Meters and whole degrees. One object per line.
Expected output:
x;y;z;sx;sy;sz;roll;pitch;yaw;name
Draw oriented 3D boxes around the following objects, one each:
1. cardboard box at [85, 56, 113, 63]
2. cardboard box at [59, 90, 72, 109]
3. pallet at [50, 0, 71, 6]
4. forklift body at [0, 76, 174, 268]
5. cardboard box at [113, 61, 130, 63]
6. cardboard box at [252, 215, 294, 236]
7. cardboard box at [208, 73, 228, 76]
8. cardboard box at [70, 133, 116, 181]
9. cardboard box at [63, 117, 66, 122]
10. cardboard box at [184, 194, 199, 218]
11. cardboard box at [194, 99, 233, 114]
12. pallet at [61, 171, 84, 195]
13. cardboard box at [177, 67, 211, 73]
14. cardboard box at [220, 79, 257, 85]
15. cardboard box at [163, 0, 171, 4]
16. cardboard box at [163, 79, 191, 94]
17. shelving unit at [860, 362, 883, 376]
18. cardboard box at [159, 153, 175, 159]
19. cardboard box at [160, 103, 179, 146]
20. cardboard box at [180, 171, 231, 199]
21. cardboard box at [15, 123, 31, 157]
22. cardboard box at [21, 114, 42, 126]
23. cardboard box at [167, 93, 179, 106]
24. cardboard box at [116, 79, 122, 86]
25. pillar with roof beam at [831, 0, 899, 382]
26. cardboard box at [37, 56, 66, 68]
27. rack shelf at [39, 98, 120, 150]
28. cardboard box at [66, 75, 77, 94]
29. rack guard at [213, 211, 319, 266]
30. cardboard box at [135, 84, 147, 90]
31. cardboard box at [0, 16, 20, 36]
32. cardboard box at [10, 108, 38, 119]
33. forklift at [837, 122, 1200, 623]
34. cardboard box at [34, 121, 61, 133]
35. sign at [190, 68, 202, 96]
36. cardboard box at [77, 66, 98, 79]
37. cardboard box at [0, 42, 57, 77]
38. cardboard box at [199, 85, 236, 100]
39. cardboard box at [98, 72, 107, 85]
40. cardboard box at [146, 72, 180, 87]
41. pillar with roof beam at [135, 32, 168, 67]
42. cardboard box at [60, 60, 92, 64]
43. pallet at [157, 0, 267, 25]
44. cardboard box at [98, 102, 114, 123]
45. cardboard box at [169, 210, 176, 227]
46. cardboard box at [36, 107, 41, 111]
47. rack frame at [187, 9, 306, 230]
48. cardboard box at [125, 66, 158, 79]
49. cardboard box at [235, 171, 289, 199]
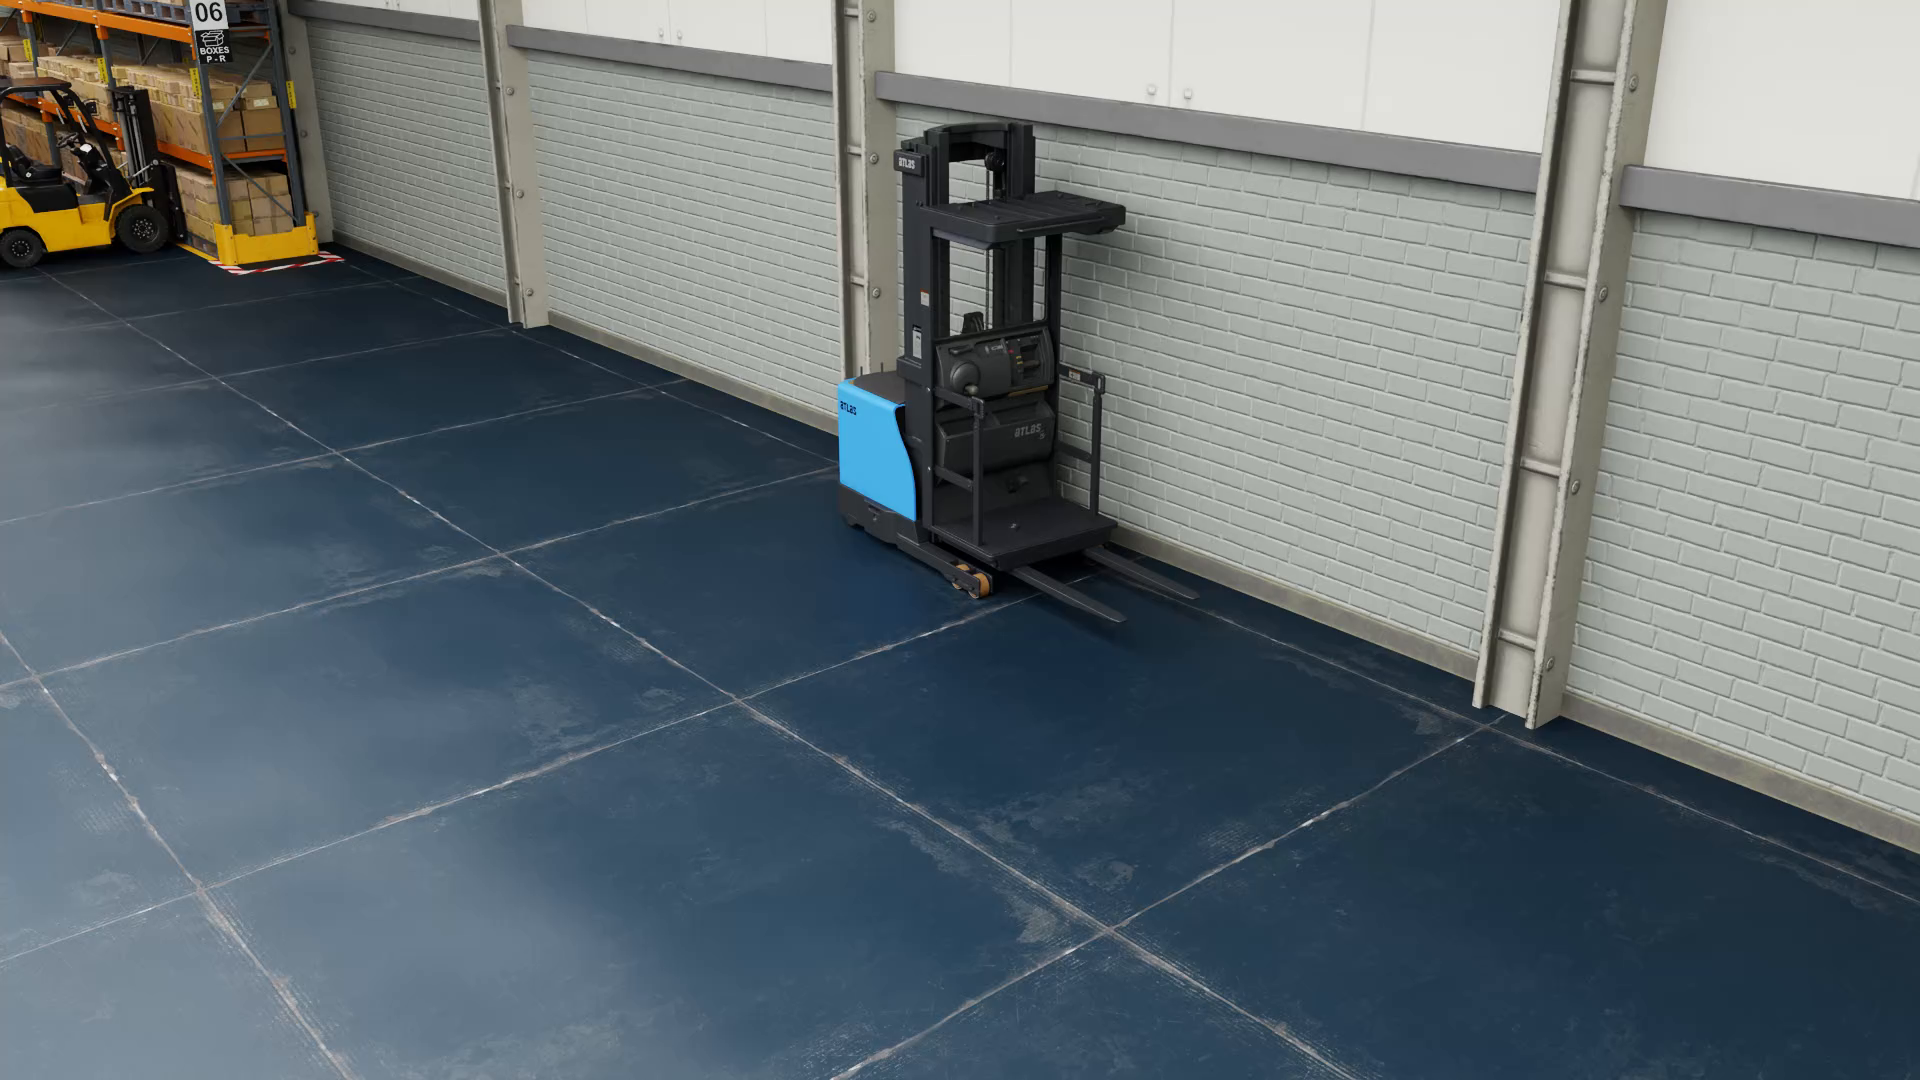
-13.269;-7.380;25.688;0.380;0.149;0.250;-17;27;-37;cardboard box
-13.242;-6.674;25.116;0.500;0.250;0.500;-19;28;-39;cardboard box
-12.770;-8.040;24.543;1.003;0.211;1.213;-16;26;-35;pallet
-11.411;-4.689;21.008;2.313;2.155;1.214;-17;27;-37;forklift body
-12.631;-7.093;24.953;0.380;0.149;0.250;-16;27;-36;cardboard box
-8.963;-4.093;21.514;0.500;0.250;0.500;-17;27;-37;cardboard box
-9.836;-6.060;21.909;0.380;0.149;0.250;-17;27;-37;cardboard box
-13.184;-5.941;25.719;0.875;0.625;0.625;-16;27;-36;cardboard box
-14.808;-7.044;27.819;0.380;0.149;0.250;-18;28;-39;cardboard box
-9.665;-4.344;21.472;0.500;0.250;0.500;-18;28;-38;cardboard box
-9.230;-5.373;20.562;0.380;0.149;0.250;-17;27;-37;cardboard box
-13.505;-5.670;26.171;1.003;0.211;1.213;-17;27;-37;pallet
-10.439;-6.368;22.694;0.380;0.149;0.250;-18;28;-38;cardboard box
-9.177;-5.776;21.183;0.380;0.149;0.250;-17;27;-36;cardboard box
-9.562;-6.673;20.428;0.380;0.149;0.250;-18;28;-39;cardboard box
-9.921;-5.790;21.218;0.380;0.149;0.250;-17;27;-36;cardboard box
-0.591;-0.790;12.562;0.215;1.050;0.252;-15;26;-33;shelving unit
-10.998;-5.129;22.789;0.500;0.250;0.500;-17;27;-37;cardboard box
-9.978;-5.402;21.526;0.500;0.500;0.500;-18;28;-38;cardboard box
-9.666;-4.569;21.359;0.500;0.250;0.500;-17;27;-36;cardboard box
-15.467;-6.726;27.896;0.500;0.500;0.500;-19;28;-39;cardboard box
-15.372;-6.988;27.675;0.380;0.149;0.250;-19;28;-40;cardboard box
-9.905;-5.656;21.286;0.380;0.149;0.250;-19;28;-39;cardboard box
-11.393;-6.298;22.925;0.380;0.149;0.250;-18;28;-38;cardboard box
-3.991;-3.855;9.488;9.100;9.000;0.400;-17;27;-37;pillar with roof beam
-14.028;-7.396;25.727;0.380;0.149;0.250;-16;27;-36;cardboard box
-12.707;-6.318;24.988;1.077;0.370;4.000;-17;27;-37;rack shelf
-12.902;-6.765;24.663;0.500;0.250;0.500;-17;27;-37;cardboard box
-8.775;-3.825;21.063;1.175;0.500;0.348;-17;27;-37;rack guard
-10.757;-6.003;22.171;0.380;0.149;0.250;-18;28;-38;cardboard box
-17.394;-9.203;30.137;0.500;0.500;0.500;-18;28;-39;cardboard box
-15.987;-7.283;28.428;0.380;0.149;0.250;-18;28;-38;cardboard box
0.365;-1.178;10.973;1.130;2.935;3.031;-15;26;-33;forklift
-14.729;-6.683;26.896;0.380;0.149;0.250;-19;28;-40;cardboard box
-9.211;-5.519;20.050;0.100;0.325;0.005;-17;27;-37;sign
-12.650;-6.836;24.299;0.380;0.149;0.250;-17;27;-37;cardboard box
-15.219;-7.856;27.211;0.797;0.503;0.637;-18;28;-39;cardboard box
-9.184;-5.531;20.558;0.380;0.149;0.250;-17;27;-37;cardboard box
-11.975;-6.557;23.586;0.380;0.149;0.250;-18;28;-38;cardboard box
-10.518;-6.092;21.989;0.380;0.149;0.250;-18;27;-38;cardboard box
-15.741;-8.828;22.185;9.100;9.000;0.400;-17;27;-37;pillar with roof beam
-13.299;-7.126;25.038;0.380;0.149;0.250;-17;27;-37;cardboard box
-9.233;-6.552;20.608;1.003;0.211;1.213;-17;27;-37;pallet
-11.929;-6.107;23.670;0.500;0.250;0.500;-17;27;-36;cardboard box
-10.330;-4.383;22.256;0.500;0.250;0.500;-16;27;-36;cardboard box
-15.824;-7.475;28.917;0.380;0.149;0.250;-17;27;-37;cardboard box
-8.791;-4.995;20.624;1.000;3.000;0.127;-17;27;-37;rack frame
-11.166;-6.382;22.731;0.380;0.149;0.250;-17;27;-37;cardboard box
-8.961;-4.554;21.321;0.500;0.250;0.500;-18;28;-38;cardboard box
